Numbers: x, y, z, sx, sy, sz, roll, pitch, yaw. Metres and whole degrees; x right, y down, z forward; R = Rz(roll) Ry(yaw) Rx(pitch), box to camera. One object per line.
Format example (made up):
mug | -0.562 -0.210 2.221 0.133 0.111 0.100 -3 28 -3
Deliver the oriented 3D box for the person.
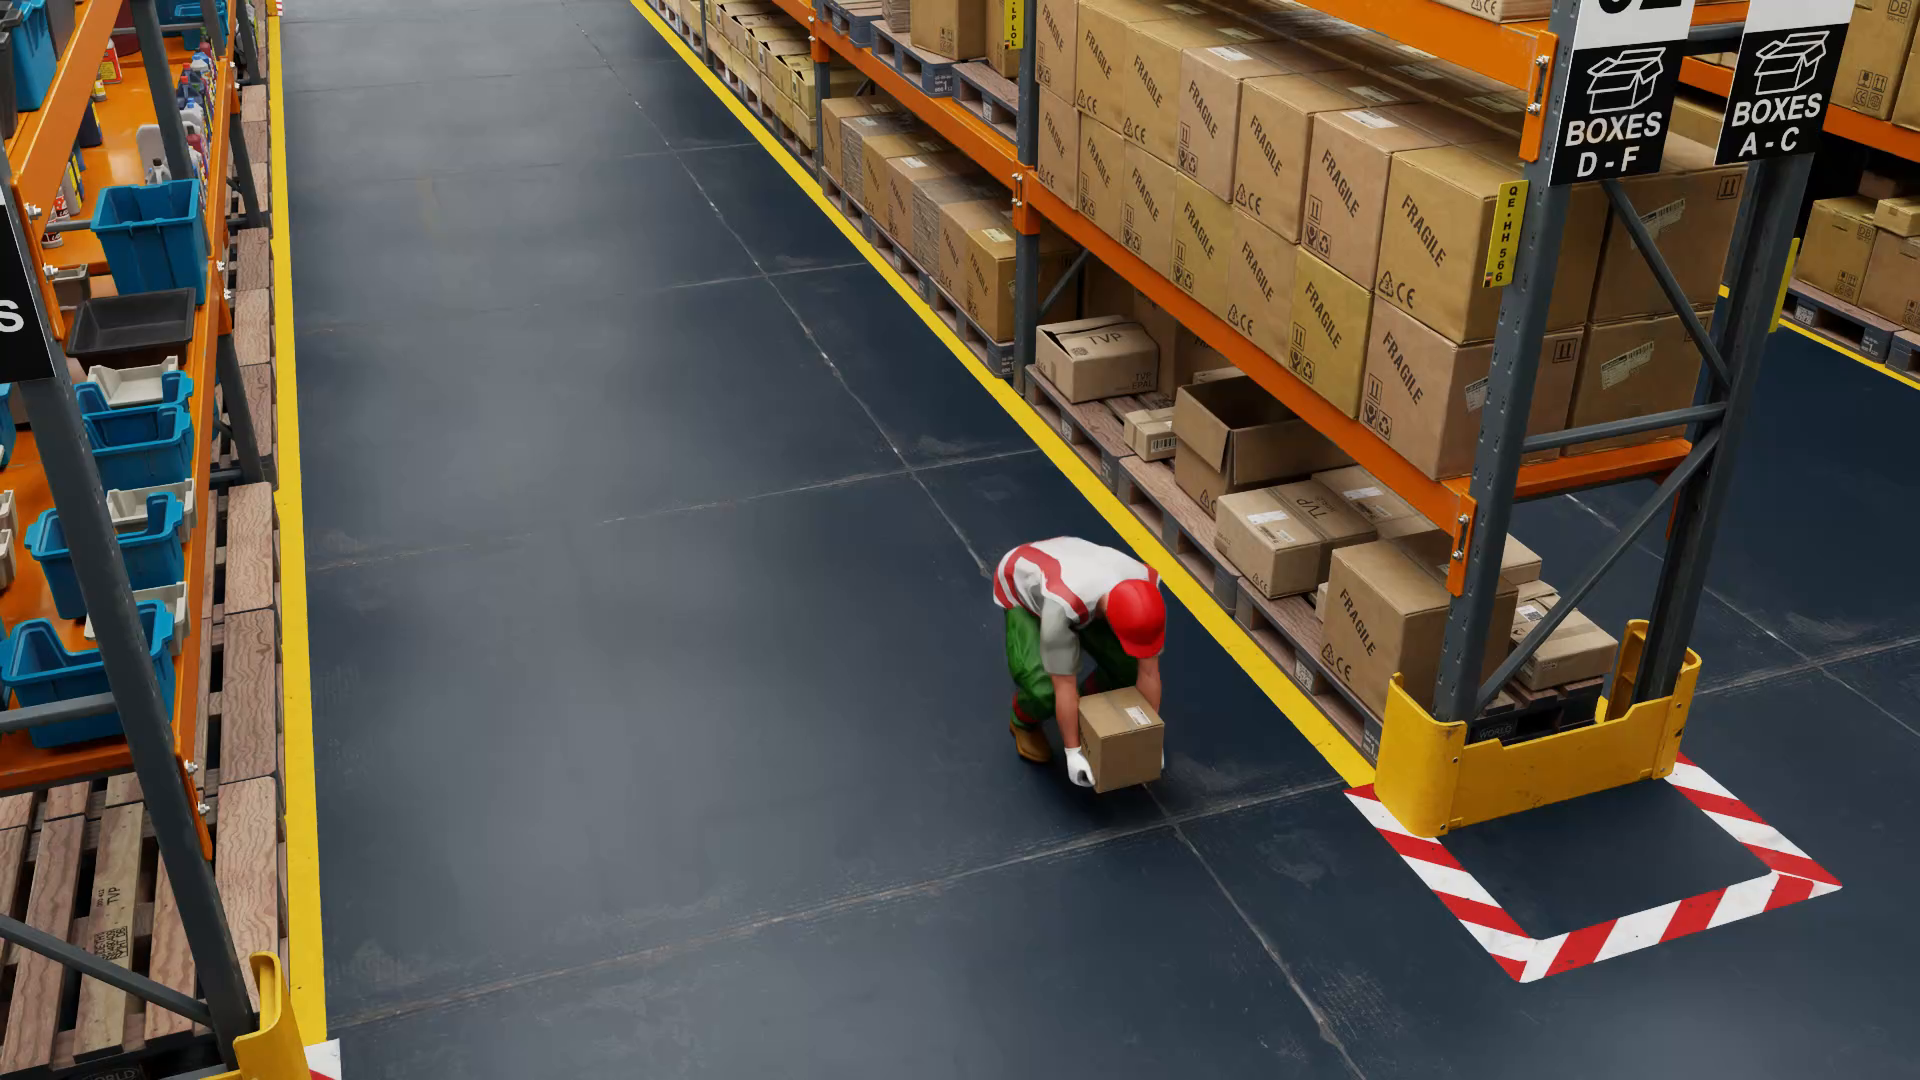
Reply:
person | 0.454 0.417 6.189 0.530 0.984 0.923 -11 31 -19
